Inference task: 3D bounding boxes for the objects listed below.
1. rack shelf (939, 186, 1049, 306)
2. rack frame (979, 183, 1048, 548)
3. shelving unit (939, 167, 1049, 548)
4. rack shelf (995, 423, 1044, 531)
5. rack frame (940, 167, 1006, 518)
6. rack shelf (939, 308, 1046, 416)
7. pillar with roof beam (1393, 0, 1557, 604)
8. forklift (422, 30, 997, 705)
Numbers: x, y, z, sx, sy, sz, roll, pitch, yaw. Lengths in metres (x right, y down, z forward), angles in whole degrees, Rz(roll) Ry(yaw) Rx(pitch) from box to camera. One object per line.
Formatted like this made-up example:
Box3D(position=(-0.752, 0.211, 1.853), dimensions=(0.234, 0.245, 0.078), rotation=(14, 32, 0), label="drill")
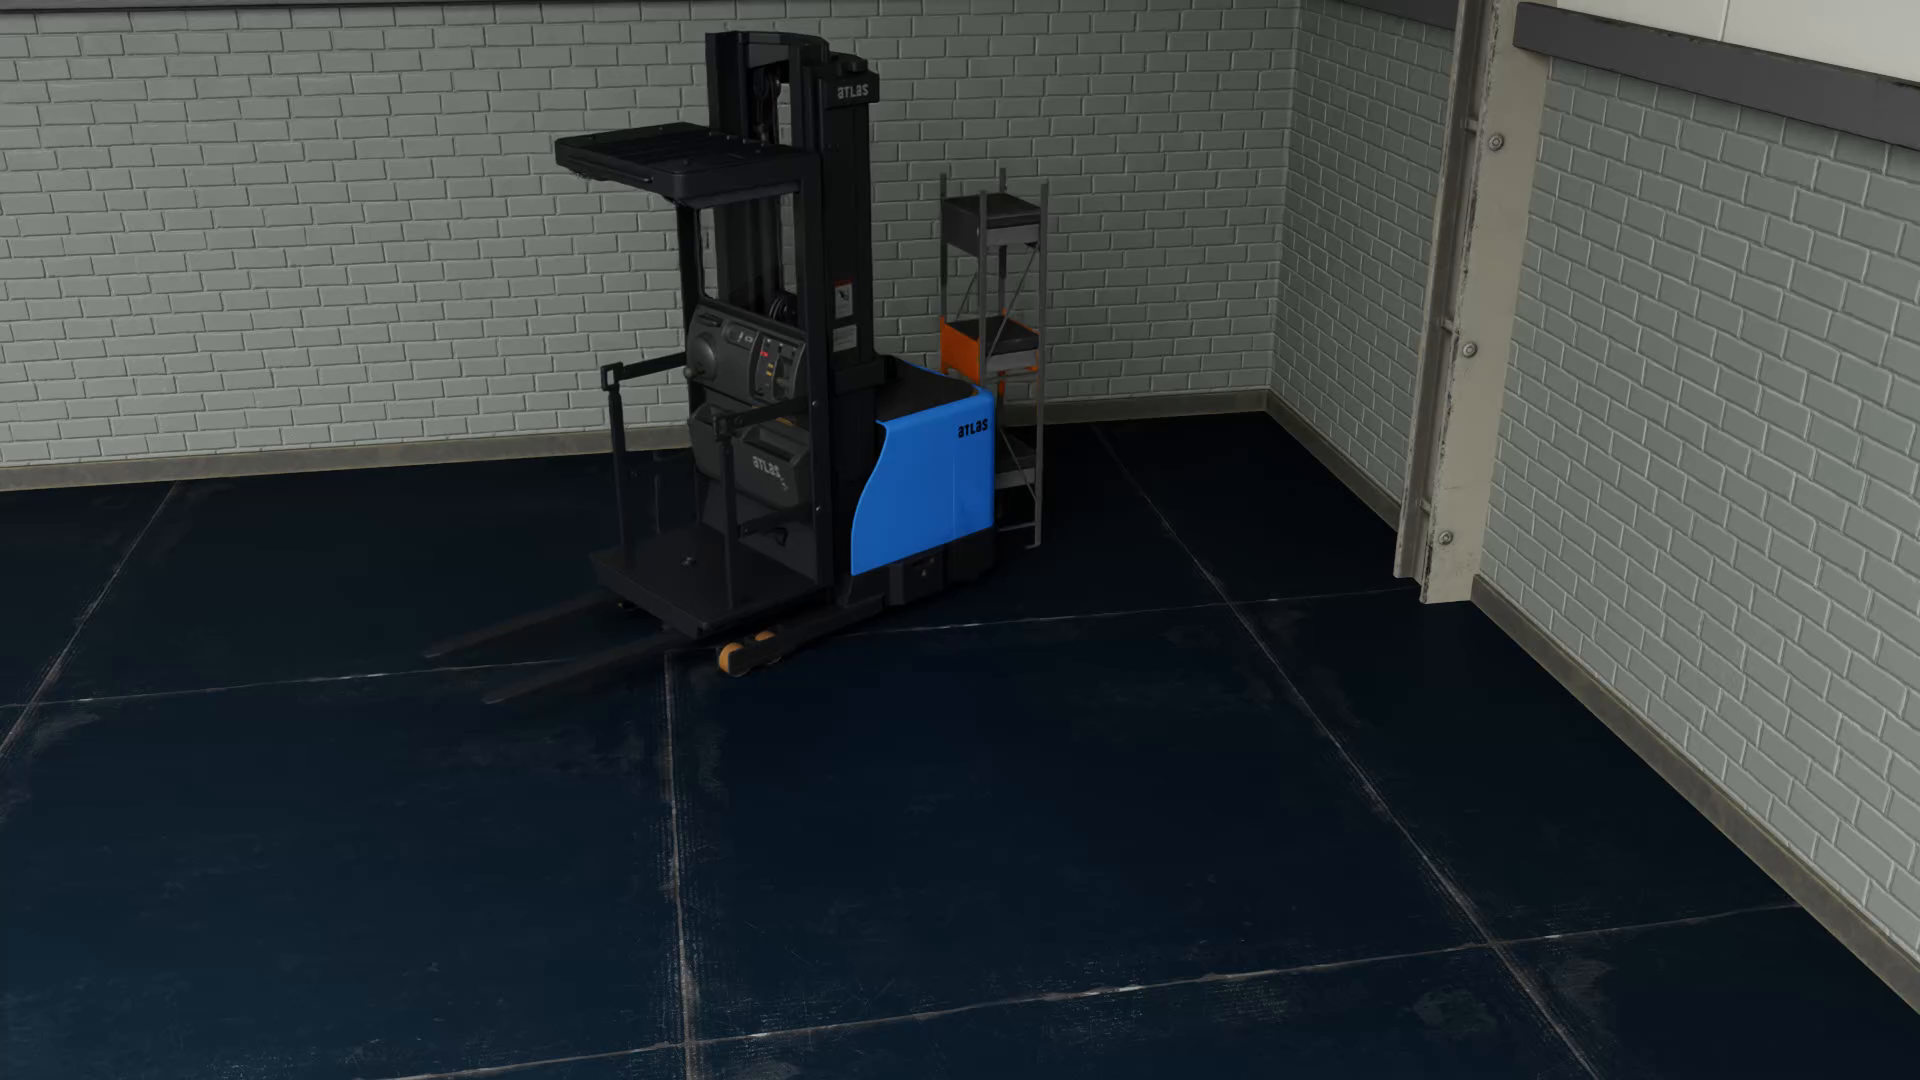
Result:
Box3D(position=(0.179, -1.615, 9.109), dimensions=(0.431, 0.518, 0.480), rotation=(-11, 26, -24), label="rack shelf")
Box3D(position=(0.286, -0.898, 9.182), dimensions=(0.400, 2.100, 0.015), rotation=(-11, 26, -24), label="rack frame")
Box3D(position=(0.180, -0.986, 9.383), dimensions=(0.431, 2.100, 0.503), rotation=(-11, 26, -24), label="shelving unit")
Box3D(position=(0.180, -0.332, 9.668), dimensions=(0.431, 0.518, 0.480), rotation=(-11, 26, -24), label="rack shelf")
Box3D(position=(0.073, -1.073, 9.584), dimensions=(0.400, 2.100, 0.015), rotation=(-11, 26, -24), label="rack frame")
Box3D(position=(0.180, -0.973, 9.389), dimensions=(0.431, 0.518, 0.480), rotation=(-11, 26, -24), label="rack shelf")
Box3D(position=(-1.619, -3.550, 6.635), dimensions=(9.100, 9.000, 0.400), rotation=(-4, 24, -10), label="pillar with roof beam")
Box3D(position=(-1.227, -0.903, 8.156), dimensions=(3.031, 2.935, 1.130), rotation=(-20, 30, -38), label="forklift")
